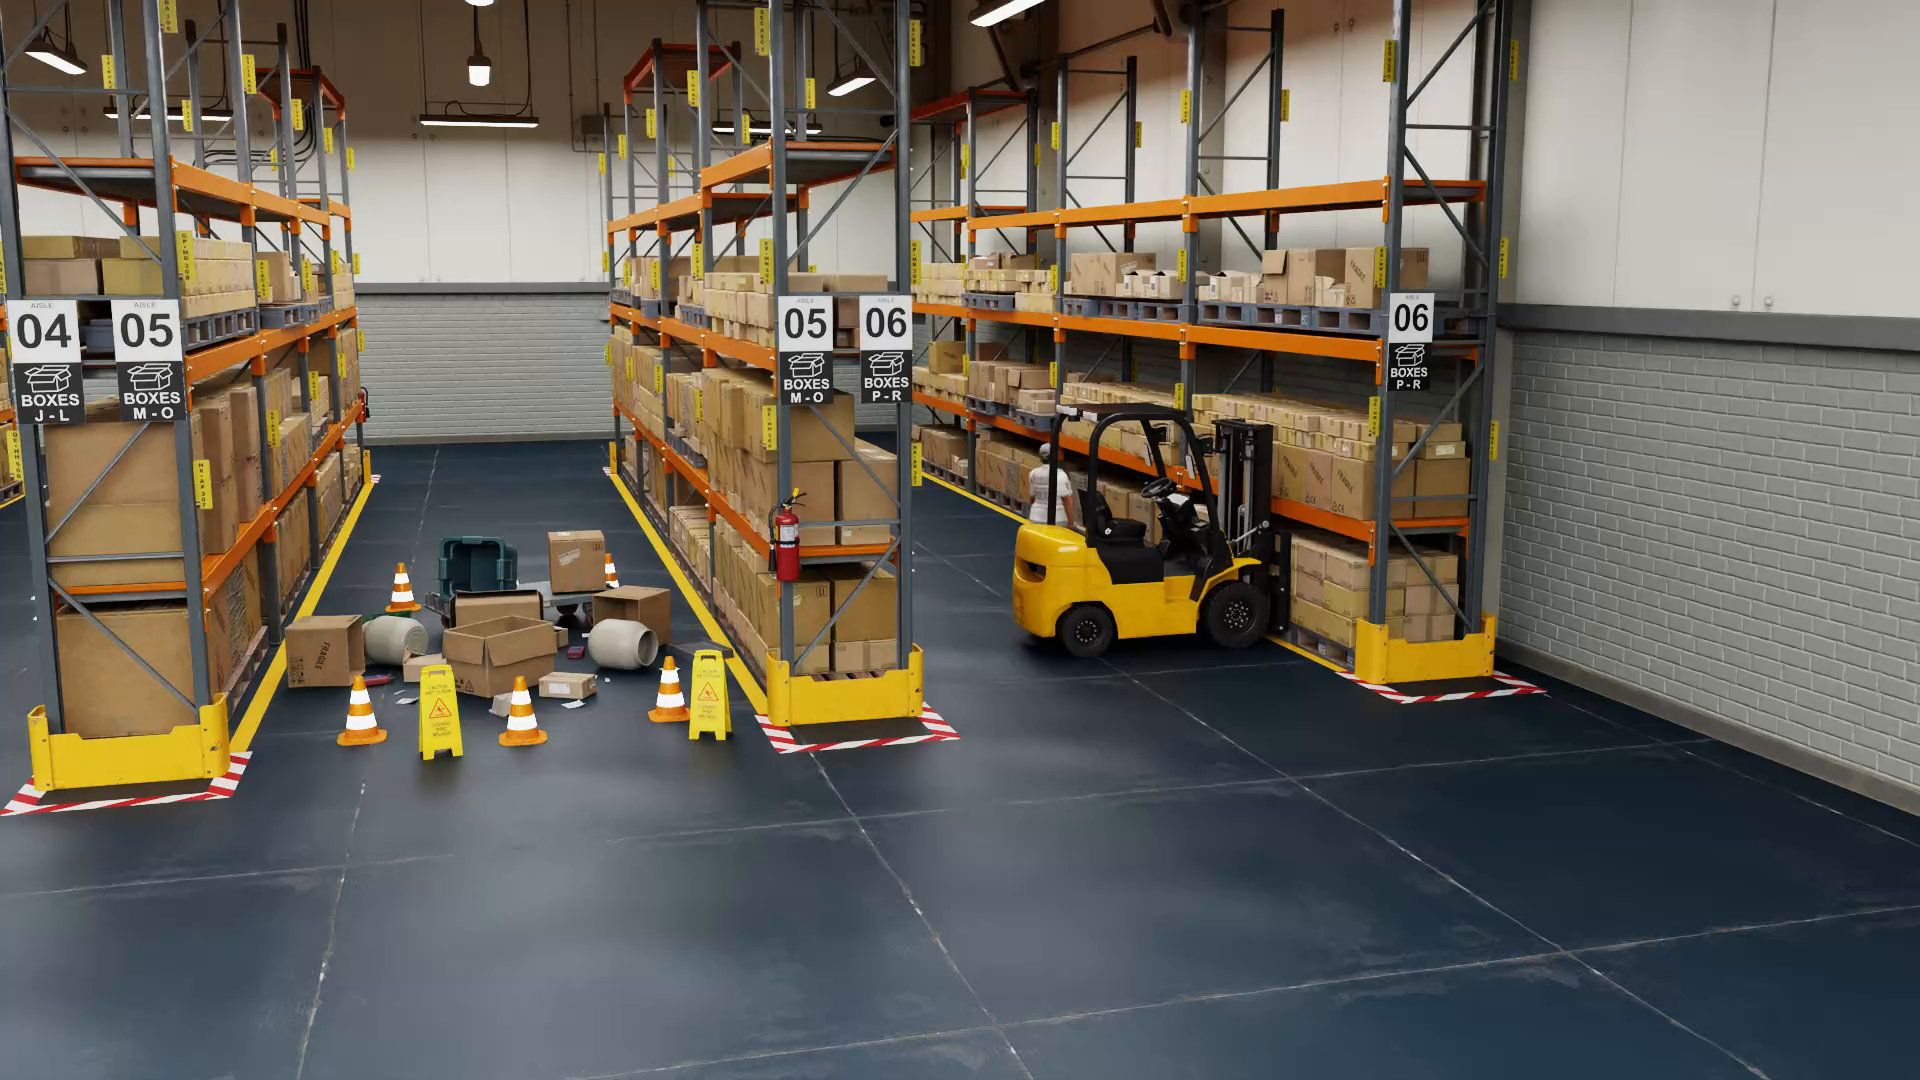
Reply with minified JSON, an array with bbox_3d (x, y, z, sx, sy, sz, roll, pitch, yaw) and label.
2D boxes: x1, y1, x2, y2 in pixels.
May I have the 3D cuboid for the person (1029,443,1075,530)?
[{"bbox_3d":[0.948,-0.143,16.802,0.656,1.643,0.534,9,13,43],"label":"person"}]
